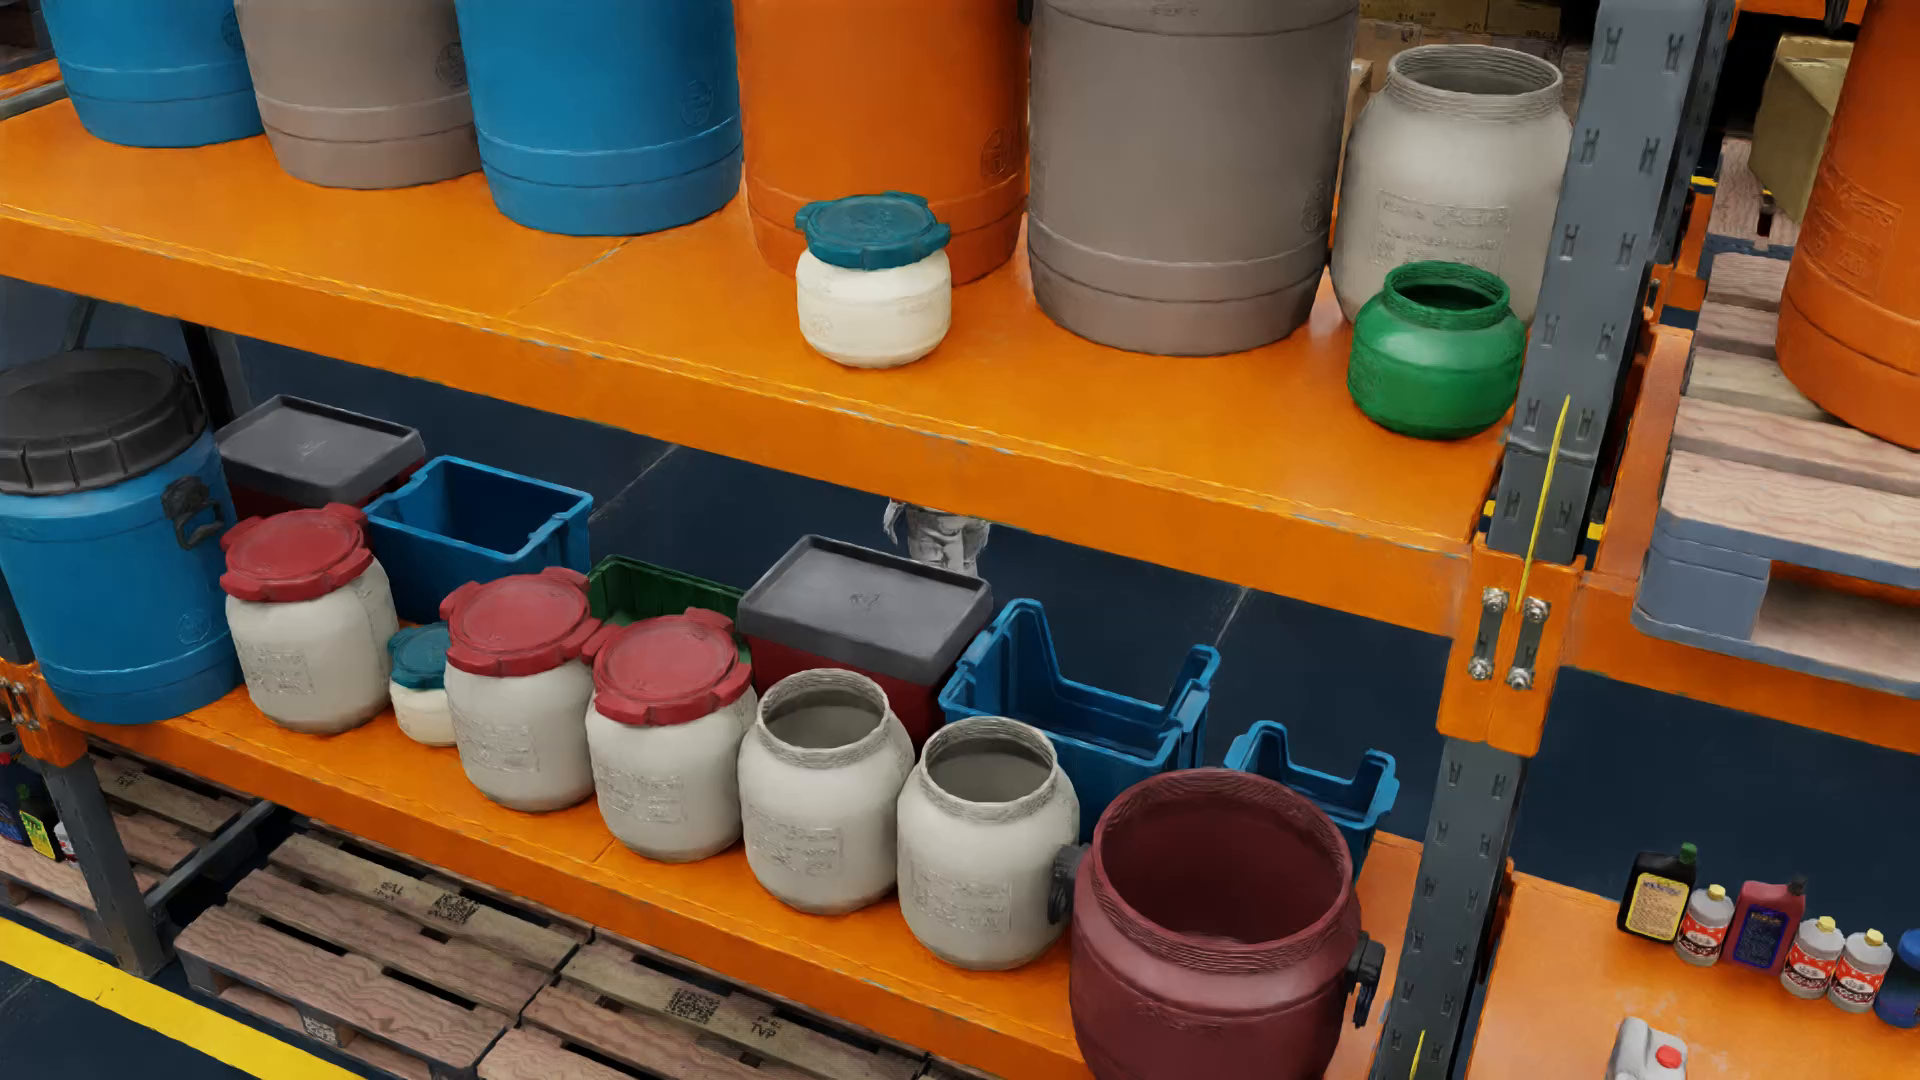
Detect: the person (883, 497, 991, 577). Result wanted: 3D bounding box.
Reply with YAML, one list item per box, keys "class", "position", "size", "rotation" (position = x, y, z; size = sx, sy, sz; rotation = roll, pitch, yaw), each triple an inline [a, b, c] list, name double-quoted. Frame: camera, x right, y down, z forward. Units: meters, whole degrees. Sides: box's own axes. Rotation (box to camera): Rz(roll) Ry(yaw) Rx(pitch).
- class: "person"
  position: [-0.030, -0.166, 6.375]
  size: [0.566, 1.781, 0.585]
  rotation: [-21, 39, -29]
